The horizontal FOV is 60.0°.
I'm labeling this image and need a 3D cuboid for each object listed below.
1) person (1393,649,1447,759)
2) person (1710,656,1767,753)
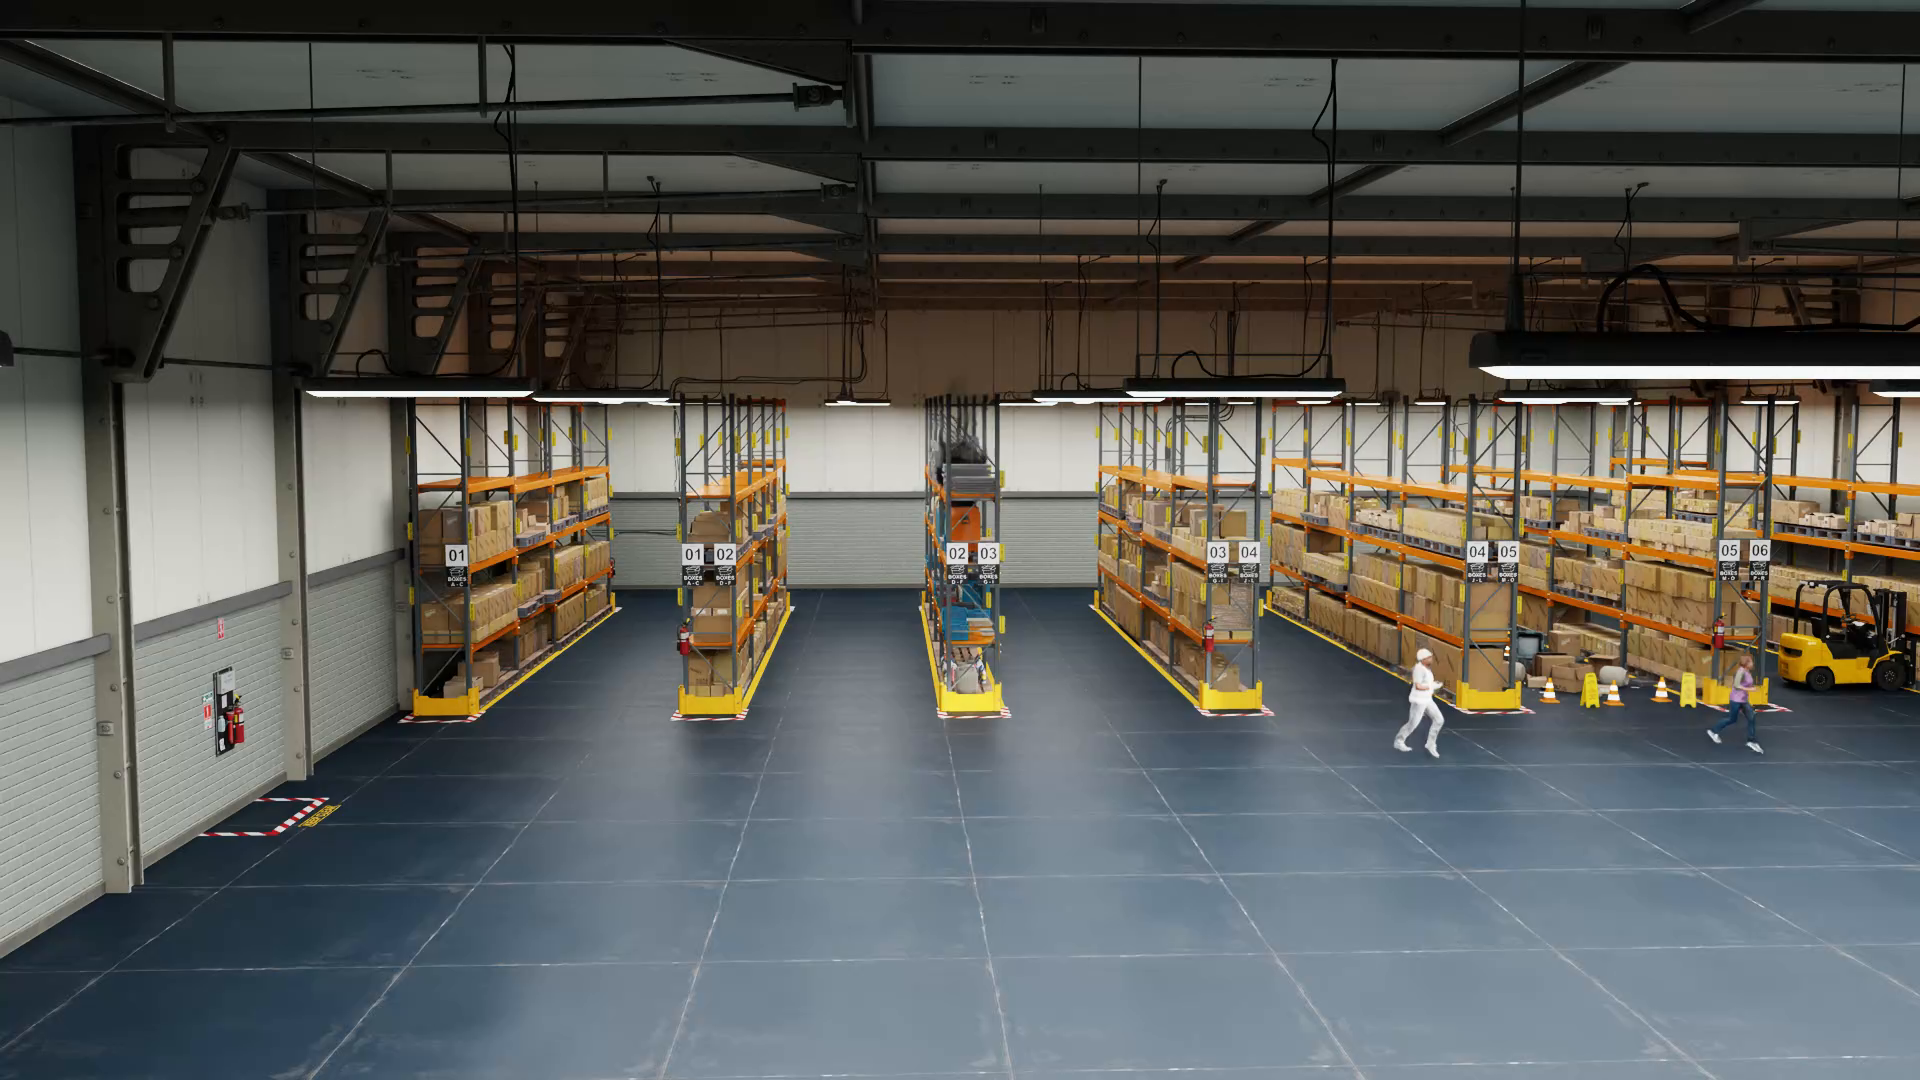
[{"bbox_3d":[7.556,2.692,27.322,0.863,1.838,0.650,3,6,35],"label":"person"},{"bbox_3d":[13.091,2.736,27.898,0.929,1.572,0.563,4,6,43],"label":"person"}]
